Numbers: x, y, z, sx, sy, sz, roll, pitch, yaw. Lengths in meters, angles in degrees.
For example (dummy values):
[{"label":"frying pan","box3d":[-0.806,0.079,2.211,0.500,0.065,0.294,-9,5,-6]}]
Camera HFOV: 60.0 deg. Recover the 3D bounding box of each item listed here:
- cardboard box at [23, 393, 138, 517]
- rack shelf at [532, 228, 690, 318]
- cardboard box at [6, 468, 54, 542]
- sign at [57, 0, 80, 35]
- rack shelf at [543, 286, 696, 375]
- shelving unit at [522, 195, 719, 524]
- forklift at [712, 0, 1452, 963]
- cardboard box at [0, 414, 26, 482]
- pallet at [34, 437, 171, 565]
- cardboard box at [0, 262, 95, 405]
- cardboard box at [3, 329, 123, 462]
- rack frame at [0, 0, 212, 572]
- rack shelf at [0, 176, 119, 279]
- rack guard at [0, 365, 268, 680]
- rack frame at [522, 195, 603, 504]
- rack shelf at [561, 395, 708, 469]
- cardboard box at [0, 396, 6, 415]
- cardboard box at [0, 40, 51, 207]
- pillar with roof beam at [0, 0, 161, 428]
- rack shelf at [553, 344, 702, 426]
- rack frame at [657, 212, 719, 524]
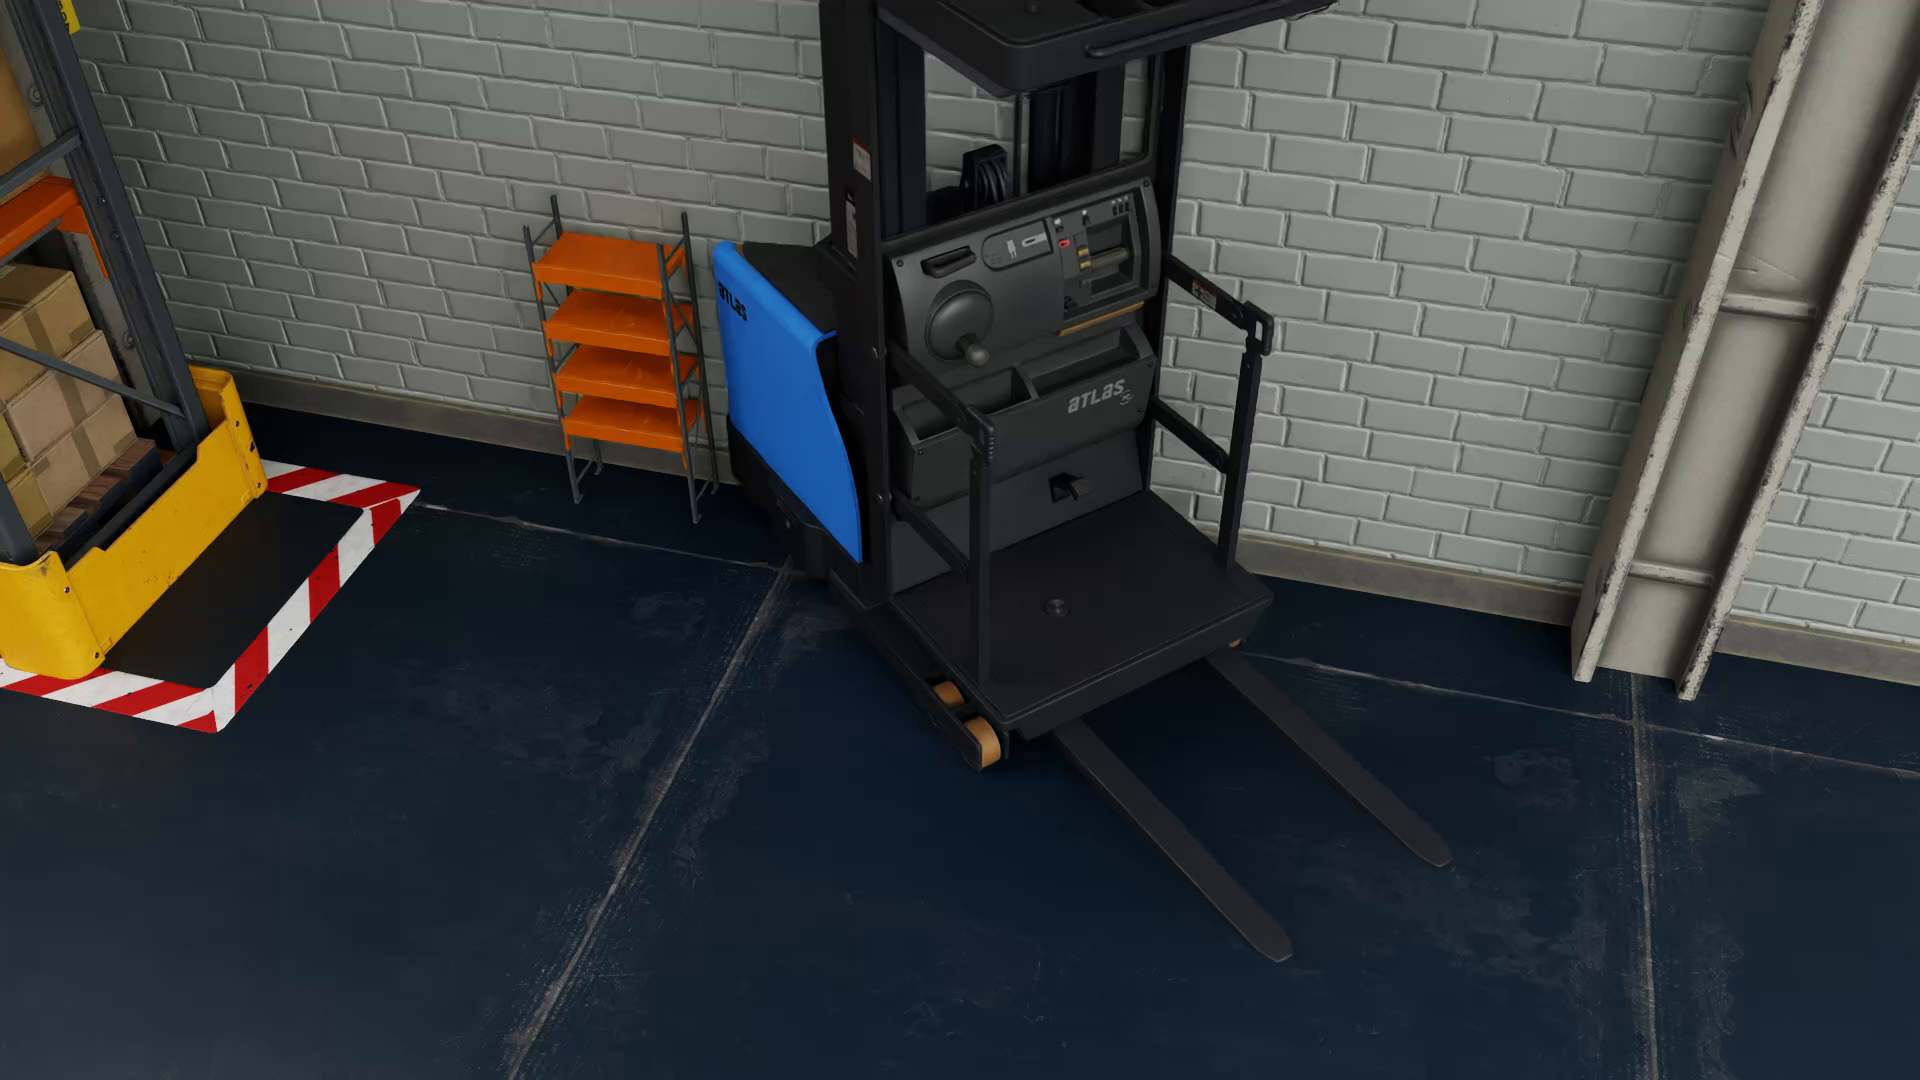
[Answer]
[{"label":"cardboard box","box3d":[-3.455,-0.367,6.167,0.500,0.250,0.500,10,41,12]},{"label":"rack shelf","box3d":[-1.214,-0.936,5.821,0.480,0.148,0.258,9,41,11]},{"label":"cardboard box","box3d":[-3.567,-0.046,5.784,0.500,0.250,0.500,10,41,12]},{"label":"sign","box3d":[-2.882,-1.762,5.281,0.005,0.325,0.100,10,41,11]},{"label":"rack shelf","box3d":[-1.214,-0.755,5.973,0.480,0.148,0.258,9,41,11]},{"label":"shelving unit","box3d":[-1.214,-0.636,6.074,0.503,1.200,0.258,9,41,11]},{"label":"forklift","box3d":[0.329,-0.734,4.845,1.130,2.935,3.031,-22,45,-24]},{"label":"cardboard box","box3d":[-3.583,-0.242,5.629,0.500,0.250,0.500,9,41,11]},{"label":"pallet","box3d":[-3.781,-0.090,6.193,1.213,0.211,1.003,10,41,11]},{"label":"cardboard box","box3d":[-3.447,-0.745,5.838,0.500,0.250,0.500,9,41,11]},{"label":"cardboard box","box3d":[-3.432,-0.563,6.011,0.500,0.250,0.500,10,41,12]},{"label":"rack frame","box3d":[-3.032,-1.056,5.175,0.127,3.000,1.000,10,41,11]},{"label":"rack shelf","box3d":[-4.964,-1.113,5.803,4.000,0.370,1.077,10,41,11]},{"label":"rack guard","box3d":[-3.008,-0.095,5.975,0.348,0.500,1.175,10,41,11]},{"label":"rack frame","box3d":[-1.450,-0.674,6.120,0.015,1.200,0.240,9,41,11]},{"label":"rack shelf","box3d":[-1.214,-0.432,6.245,0.480,0.148,0.258,9,41,11]},{"label":"cardboard box","box3d":[-3.557,-0.430,5.464,0.500,0.250,0.500,11,41,13]},{"label":"cardboard box","box3d":[-3.438,-1.350,5.447,0.500,0.500,0.500,11,41,13]},{"label":"pillar with roof beam","box3d":[-4.584,-1.355,0.866,0.400,9.000,9.100,10,41,11]},{"label":"rack shelf","box3d":[-1.214,-0.584,6.117,0.480,0.148,0.258,9,41,11]},{"label":"rack frame","box3d":[-0.977,-0.597,6.028,0.015,1.200,0.240,9,41,11]}]
